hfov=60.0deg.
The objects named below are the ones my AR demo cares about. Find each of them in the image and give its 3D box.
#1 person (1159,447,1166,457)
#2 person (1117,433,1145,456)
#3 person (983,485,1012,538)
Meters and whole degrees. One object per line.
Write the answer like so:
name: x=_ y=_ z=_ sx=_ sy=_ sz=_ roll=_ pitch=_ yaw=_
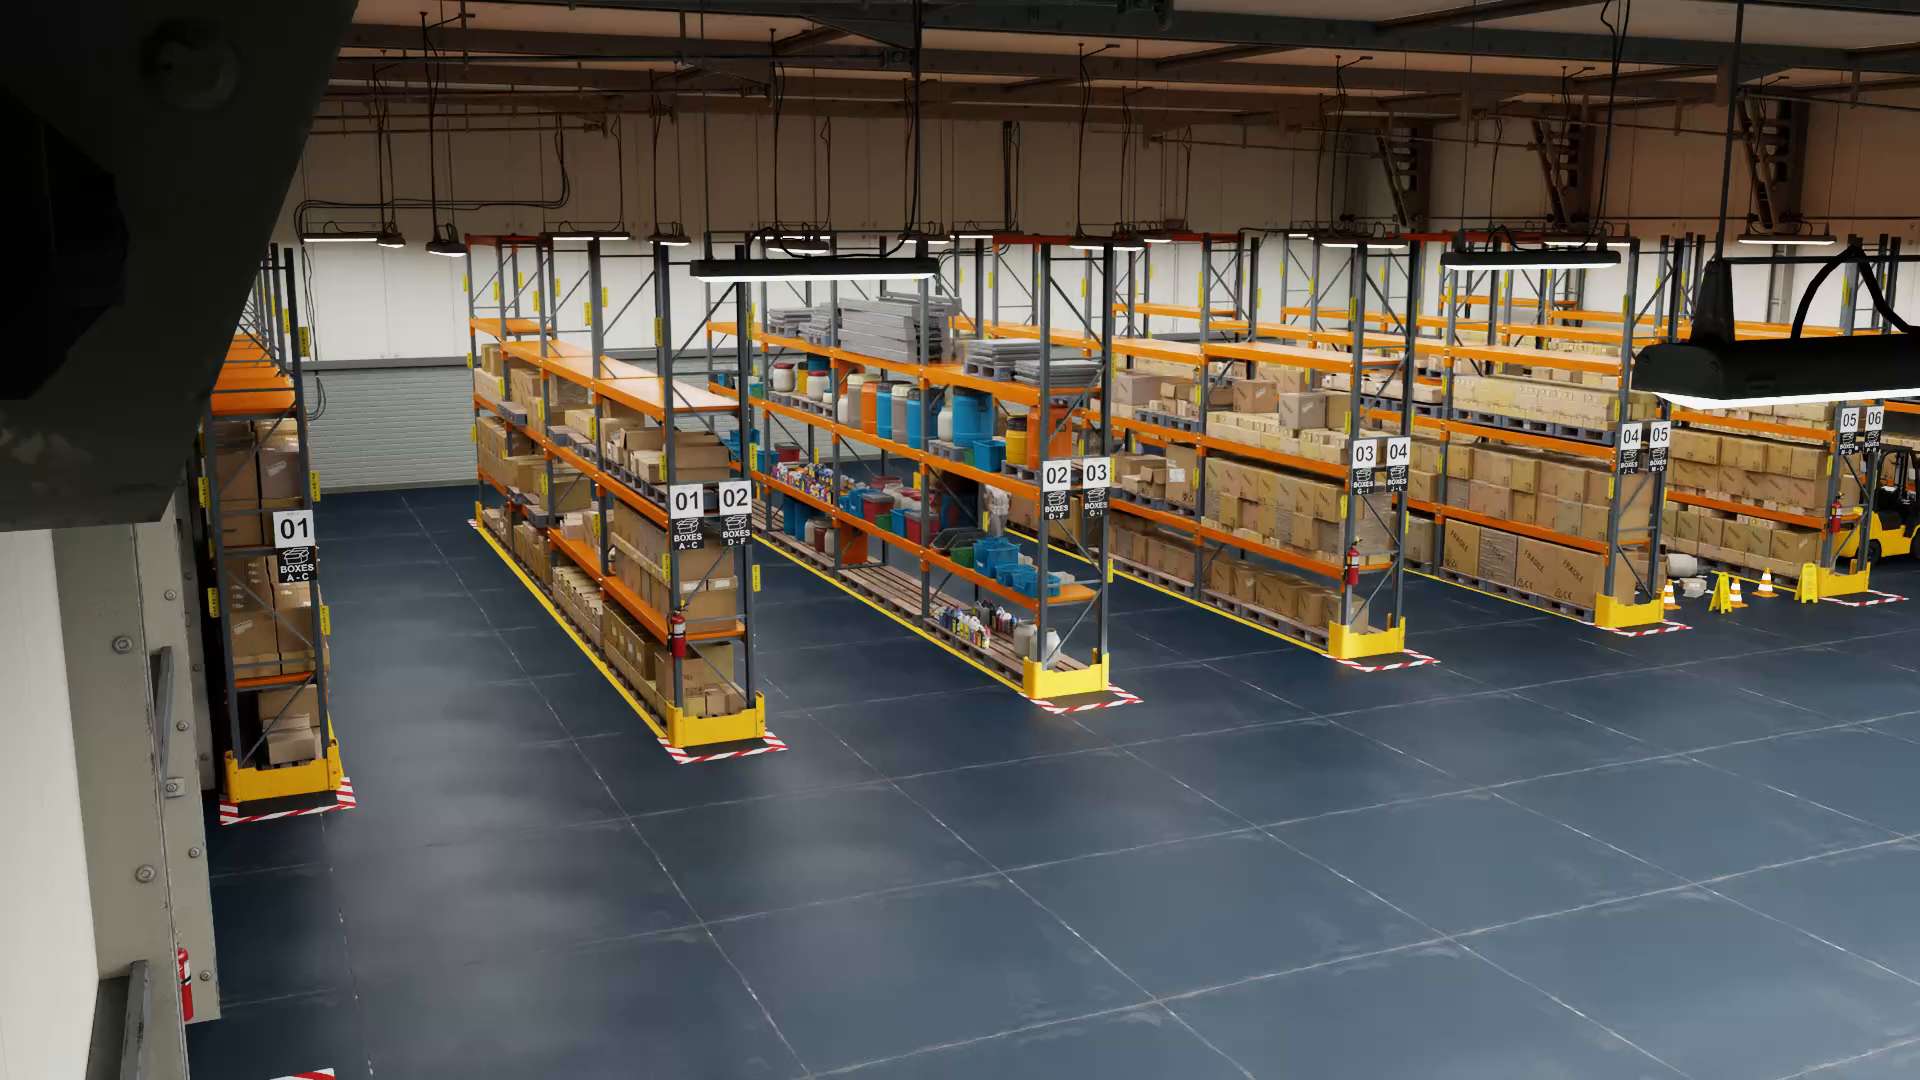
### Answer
person: x=5.360 y=-2.652 z=42.769 sx=0.598 sy=1.554 sz=0.521 roll=-9 pitch=14 yaw=-40
person: x=3.848 y=-1.563 z=36.959 sx=0.579 sy=1.649 sz=0.651 roll=-4 pitch=12 yaw=-20
person: x=0.671 y=-0.441 z=29.455 sx=0.571 sy=1.728 sz=0.778 roll=-5 pitch=12 yaw=-26
